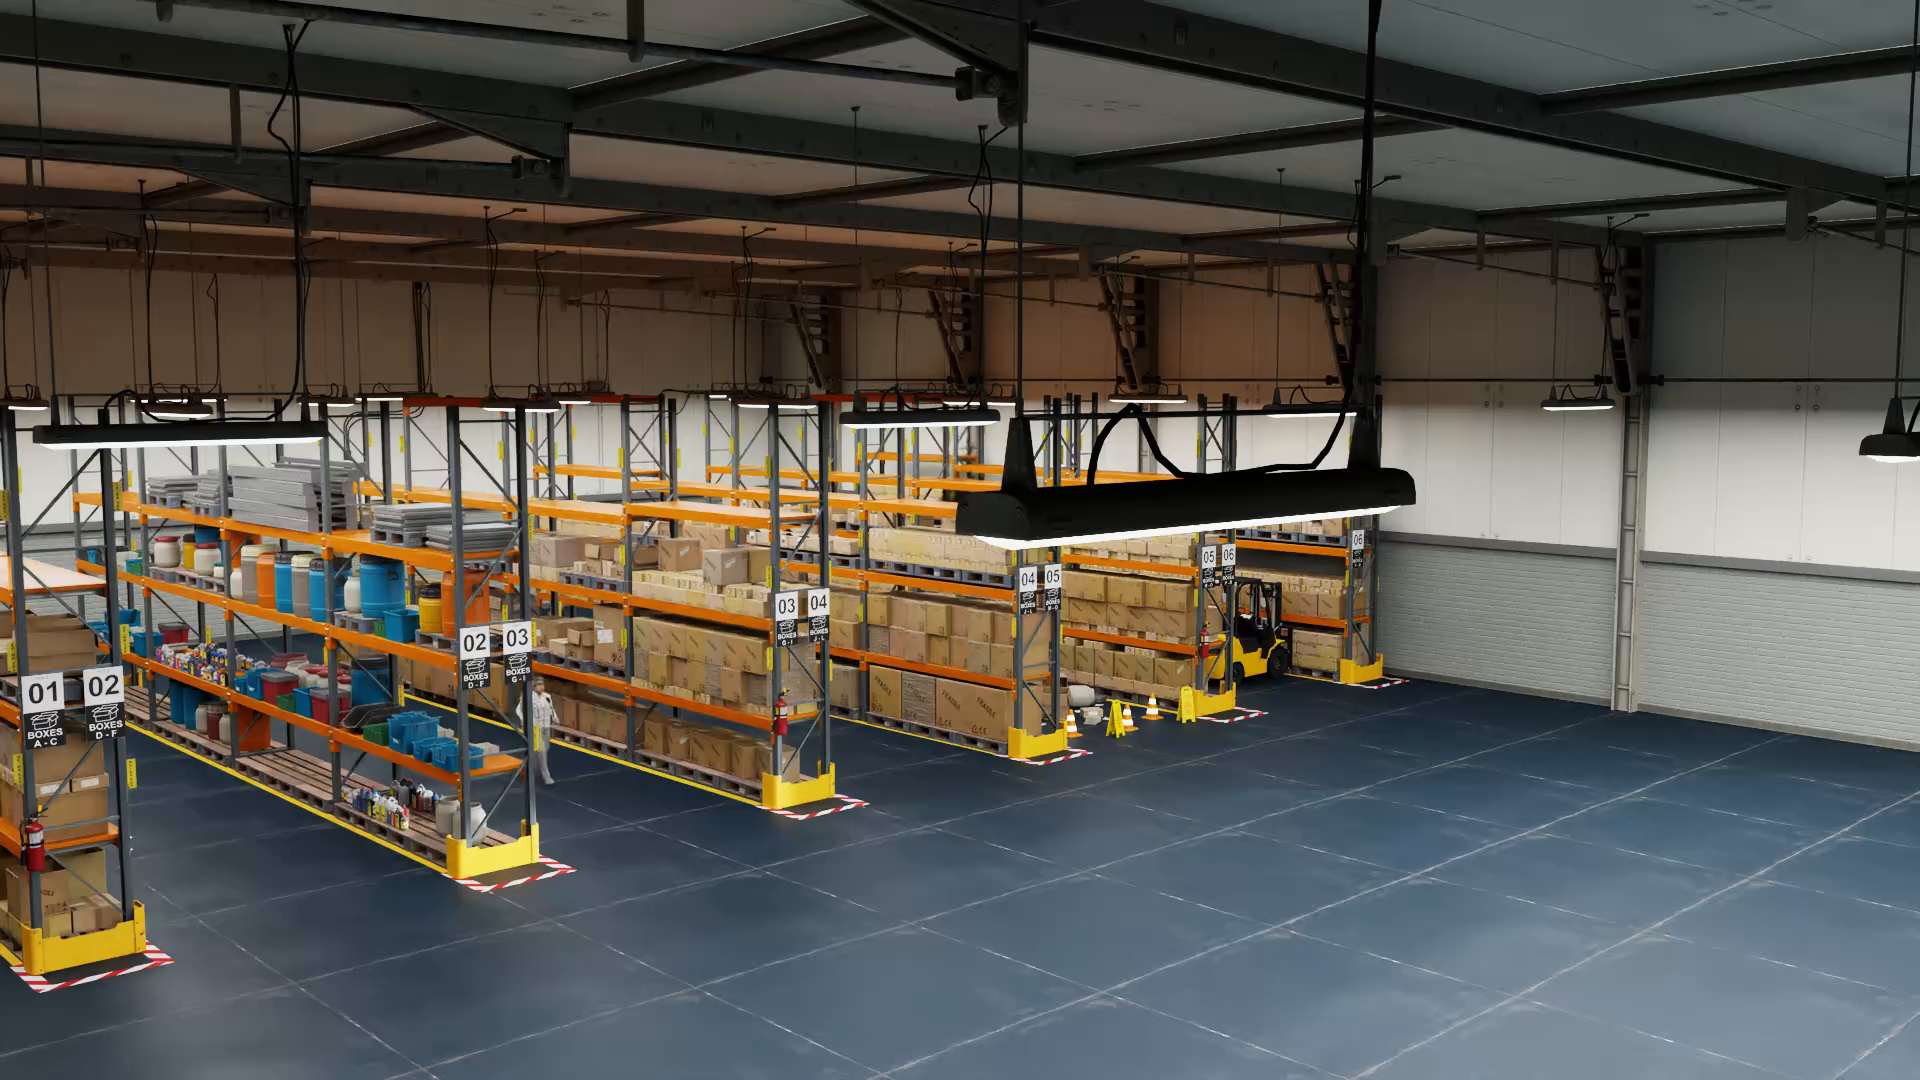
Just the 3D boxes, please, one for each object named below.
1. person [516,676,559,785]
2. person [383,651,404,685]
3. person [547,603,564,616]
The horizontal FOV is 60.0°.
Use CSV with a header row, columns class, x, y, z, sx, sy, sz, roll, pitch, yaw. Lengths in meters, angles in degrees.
class,x,y,z,sx,sy,sz,roll,pitch,yaw
person,-6.655,2.976,26.226,0.804,1.694,0.618,5,8,43
person,-10.060,2.699,29.288,0.682,1.668,0.578,4,7,39
person,-9.943,1.592,40.849,0.805,1.570,0.583,-1,6,-11
